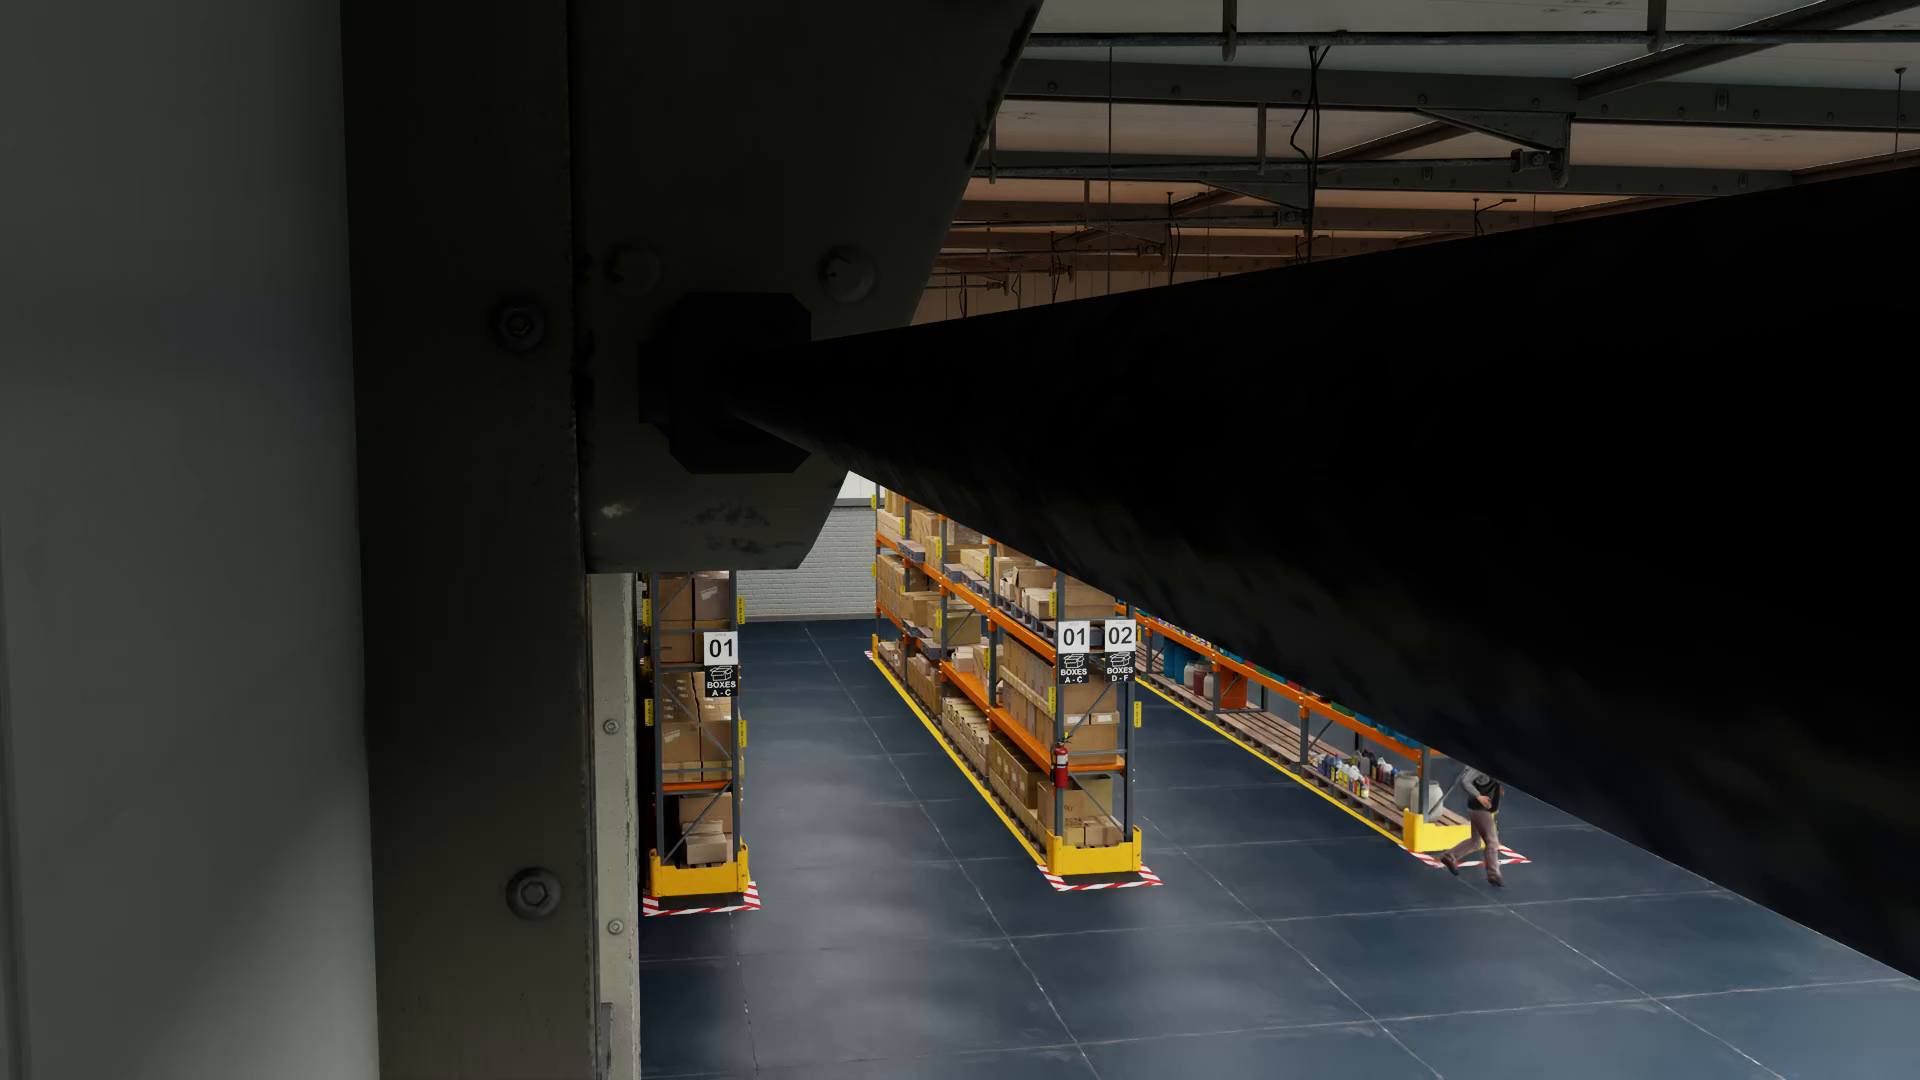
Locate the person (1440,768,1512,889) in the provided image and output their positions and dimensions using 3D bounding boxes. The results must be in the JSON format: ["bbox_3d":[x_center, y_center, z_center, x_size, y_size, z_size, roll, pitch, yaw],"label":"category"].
[{"bbox_3d":[6.453,3.384,20.635,0.887,1.740,0.674,3,7,28],"label":"person"}]
